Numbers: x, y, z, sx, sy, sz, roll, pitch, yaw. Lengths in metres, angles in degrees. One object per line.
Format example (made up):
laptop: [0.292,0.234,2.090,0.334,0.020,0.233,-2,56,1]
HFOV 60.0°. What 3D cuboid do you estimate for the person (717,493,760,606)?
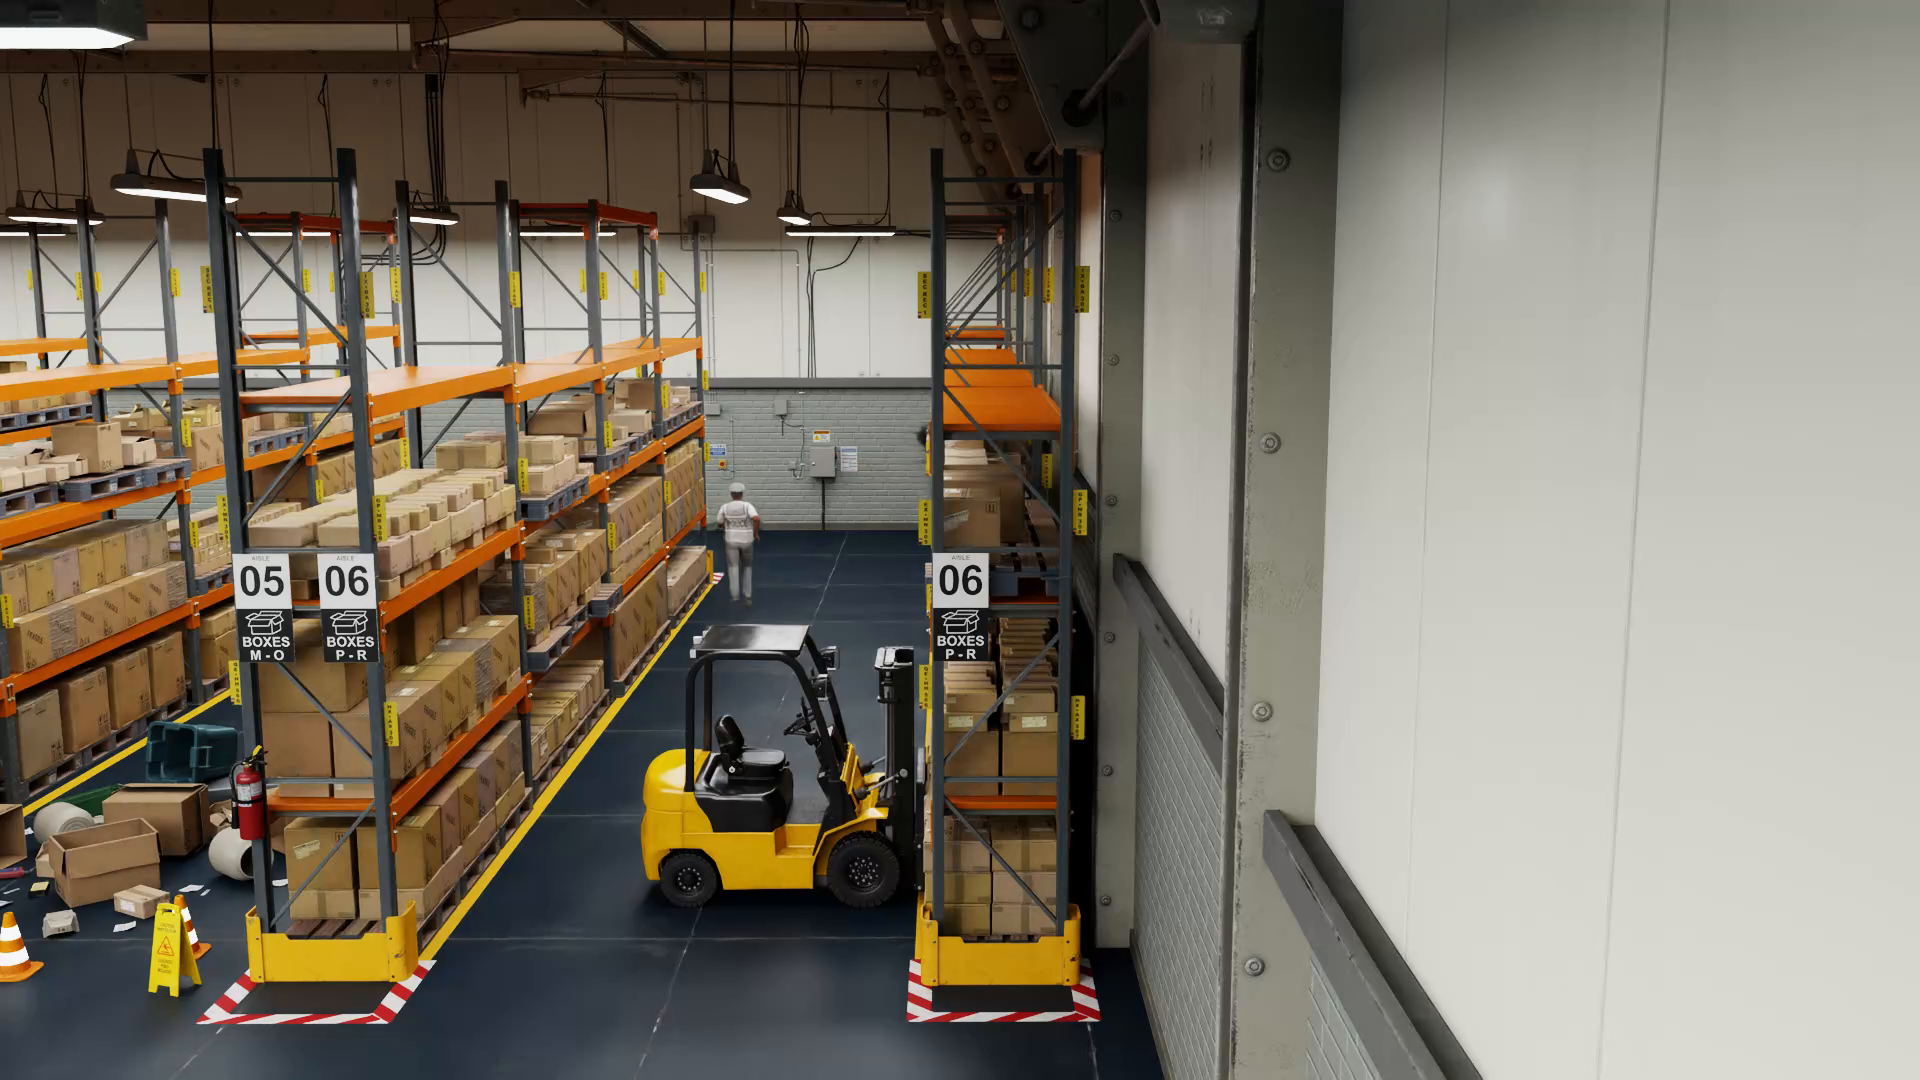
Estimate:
person: [-3.269,0.125,24.613,0.632,1.851,0.752,-1,9,-8]
